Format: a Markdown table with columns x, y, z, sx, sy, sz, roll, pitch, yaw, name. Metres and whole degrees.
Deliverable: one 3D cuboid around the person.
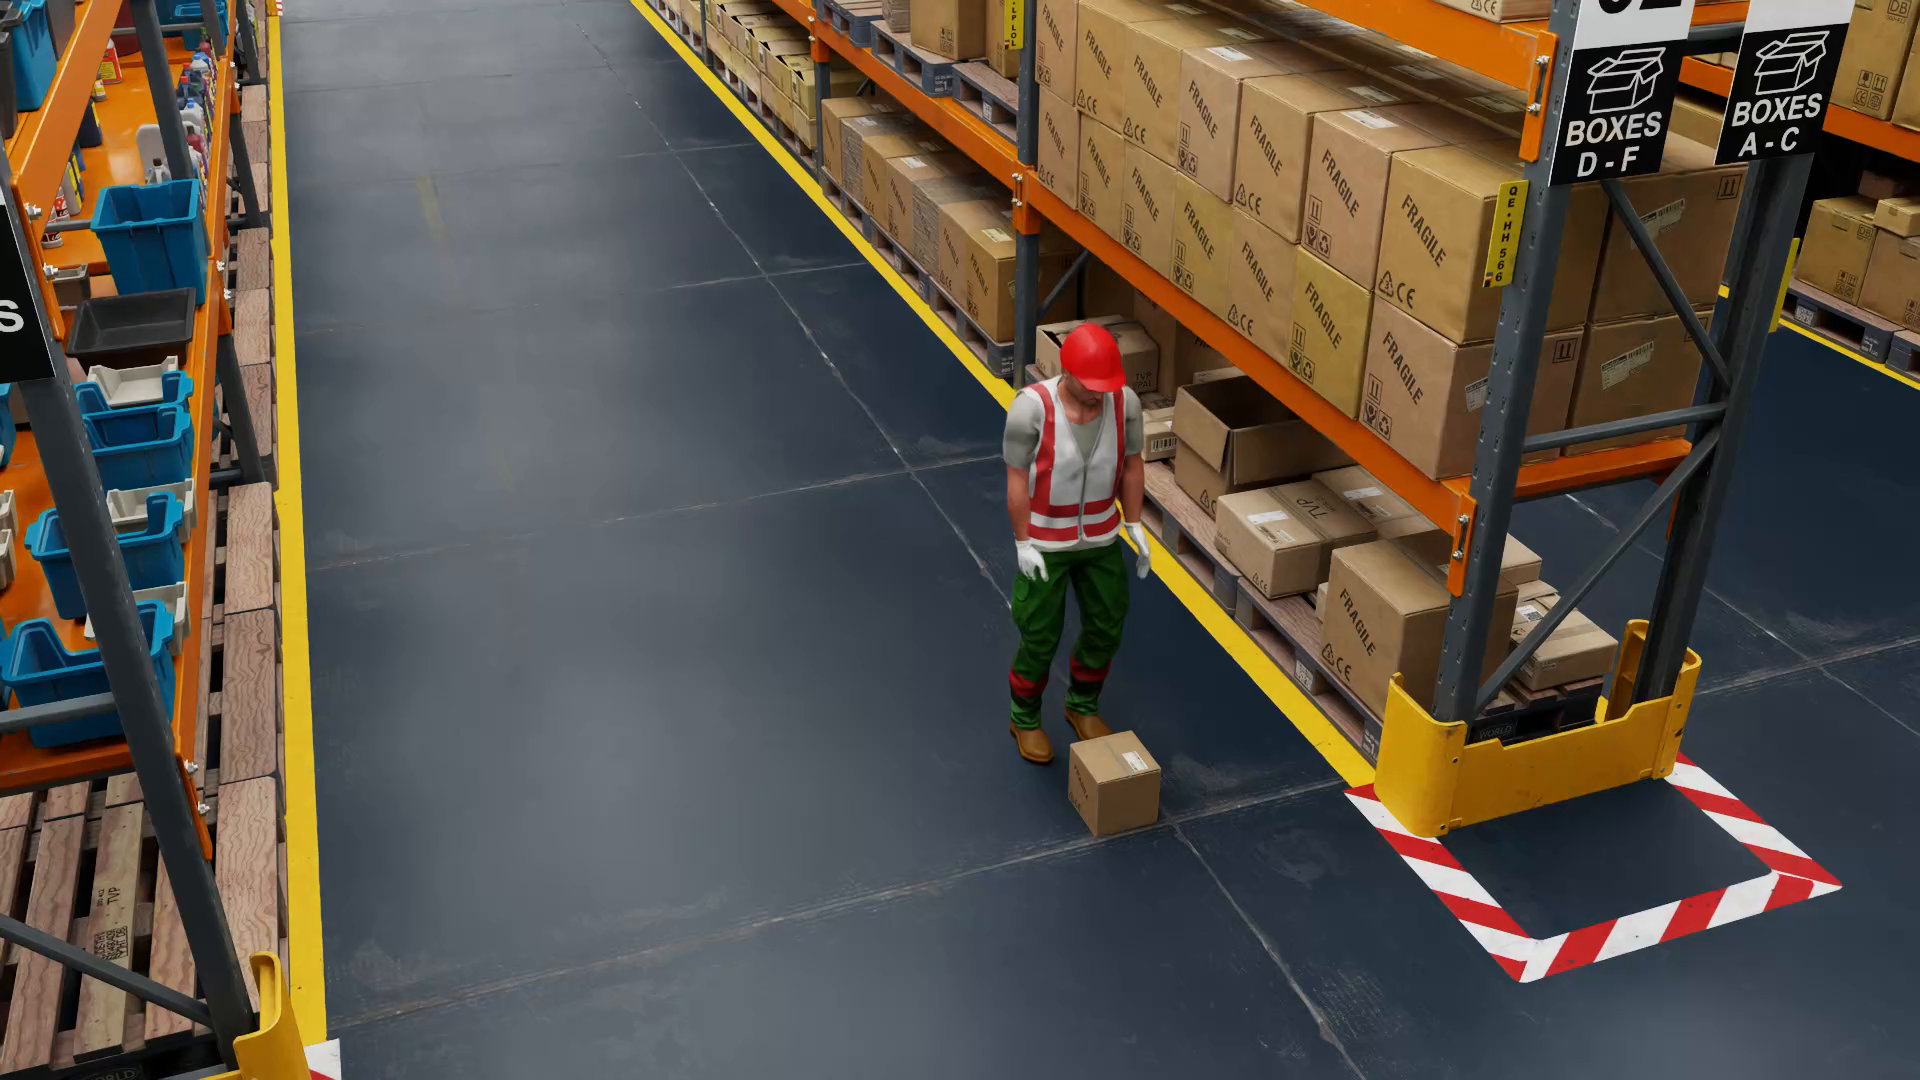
| x | y | z | sx | sy | sz | roll | pitch | yaw | name |
| --- | --- | --- | --- | --- | --- | --- | --- | --- | --- |
| 0.429 | 0.011 | 6.116 | 0.536 | 1.757 | 0.414 | -10 | 31 | -16 | person |
